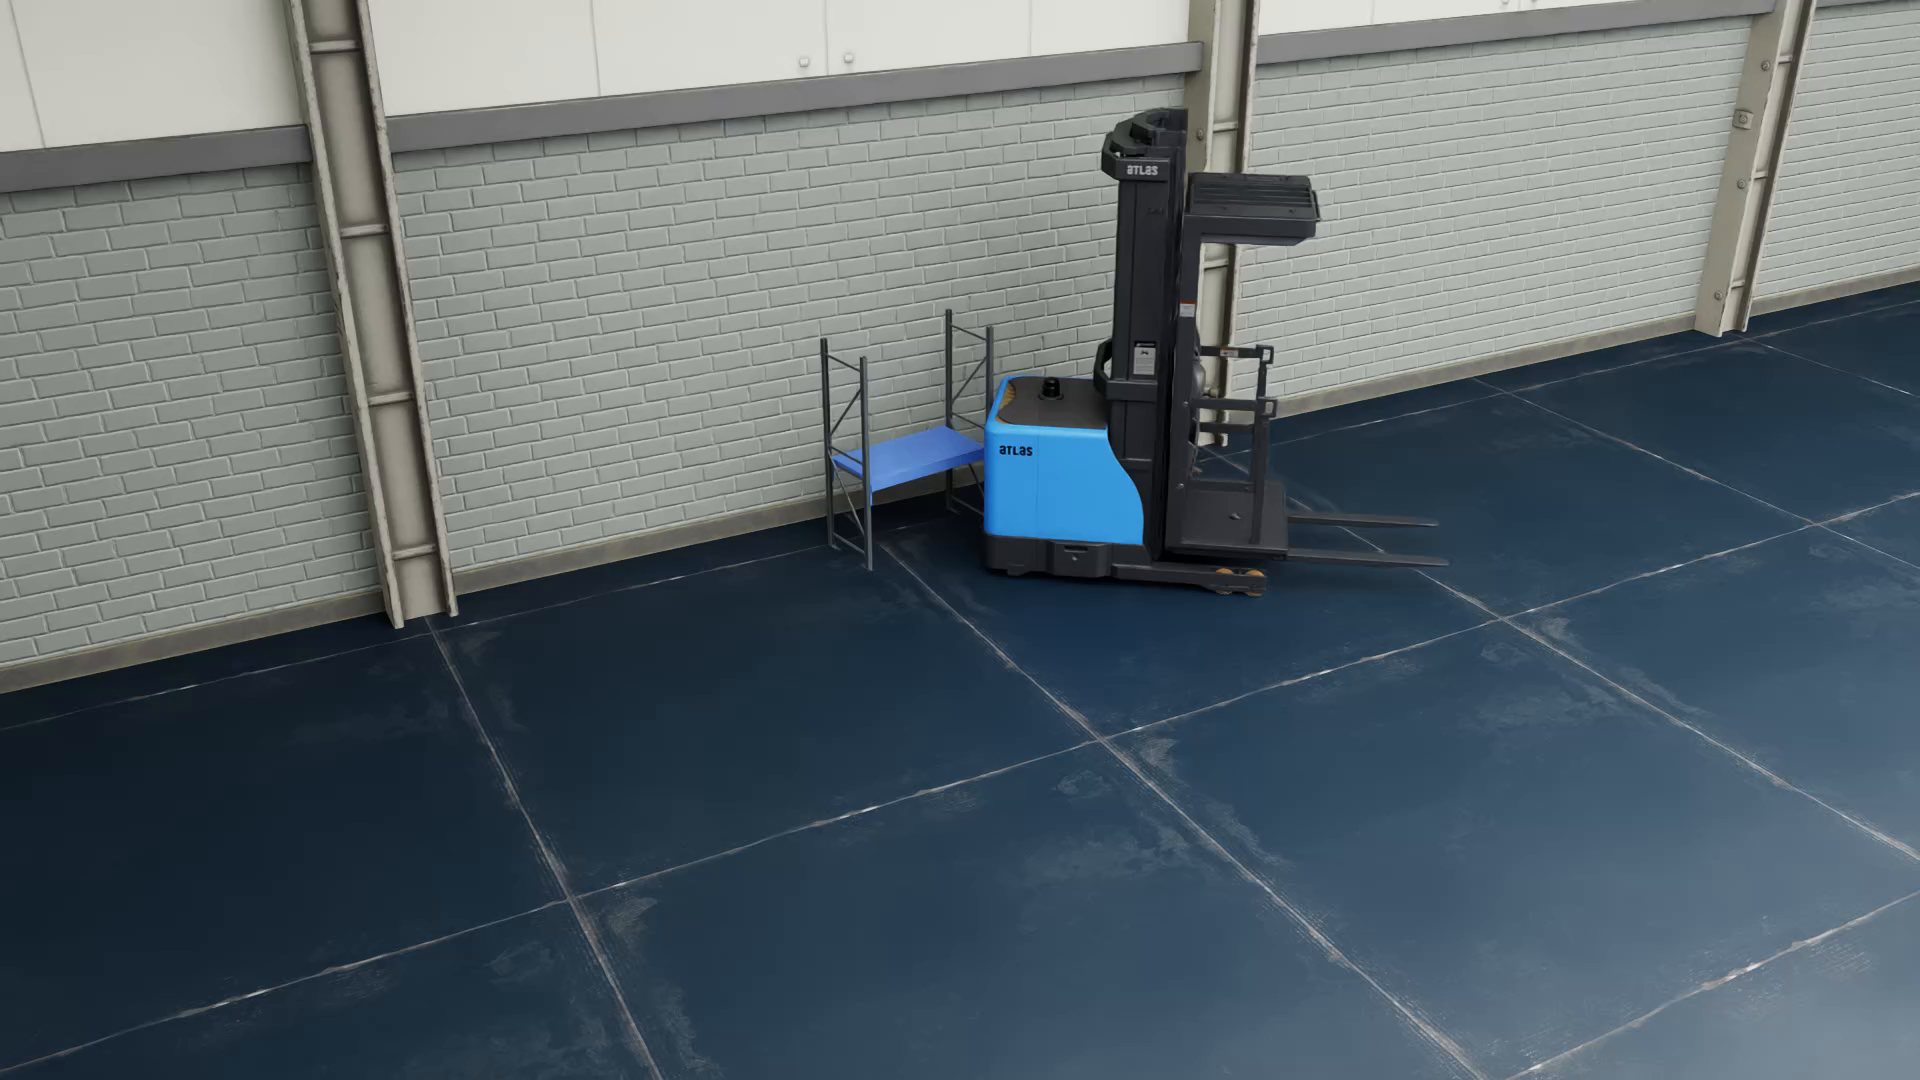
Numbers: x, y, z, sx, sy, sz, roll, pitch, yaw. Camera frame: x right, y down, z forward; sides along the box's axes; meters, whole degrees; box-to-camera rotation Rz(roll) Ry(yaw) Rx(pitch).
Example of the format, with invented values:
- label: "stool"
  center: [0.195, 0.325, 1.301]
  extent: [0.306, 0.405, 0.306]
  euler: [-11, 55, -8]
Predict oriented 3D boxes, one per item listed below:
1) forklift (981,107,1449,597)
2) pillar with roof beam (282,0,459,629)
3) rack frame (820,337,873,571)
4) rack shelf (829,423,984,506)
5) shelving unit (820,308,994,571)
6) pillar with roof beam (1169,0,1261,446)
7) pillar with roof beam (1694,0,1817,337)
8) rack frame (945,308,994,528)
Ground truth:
- label: "forklift"
  center: [1.704, -1.201, 10.667]
  extent: [3.031, 2.935, 1.130]
  euler: [4, 26, 8]
- label: "pillar with roof beam"
  center: [-1.405, -1.956, 5.229]
  extent: [0.400, 9.000, 9.100]
  euler: [-13, 29, -25]
- label: "rack frame"
  center: [-0.748, -0.556, 10.977]
  extent: [0.032, 1.500, 0.500]
  euler: [-18, 31, -33]
- label: "rack shelf"
  center: [-0.344, -0.527, 11.332]
  extent: [1.000, 0.185, 0.538]
  euler: [-18, 31, -33]
- label: "shelving unit"
  center: [-0.344, -0.689, 11.254]
  extent: [1.048, 1.500, 0.538]
  euler: [-18, 31, -33]
- label: "pillar with roof beam"
  center: [3.889, -3.178, 7.774]
  extent: [0.400, 9.000, 9.100]
  euler: [-13, 29, -25]
- label: "pillar with roof beam"
  center: [9.184, -4.400, 10.319]
  extent: [0.400, 9.000, 9.100]
  euler: [-13, 29, -25]
- label: "rack frame"
  center: [0.061, -0.822, 11.531]
  extent: [0.032, 1.500, 0.500]
  euler: [-18, 31, -33]
